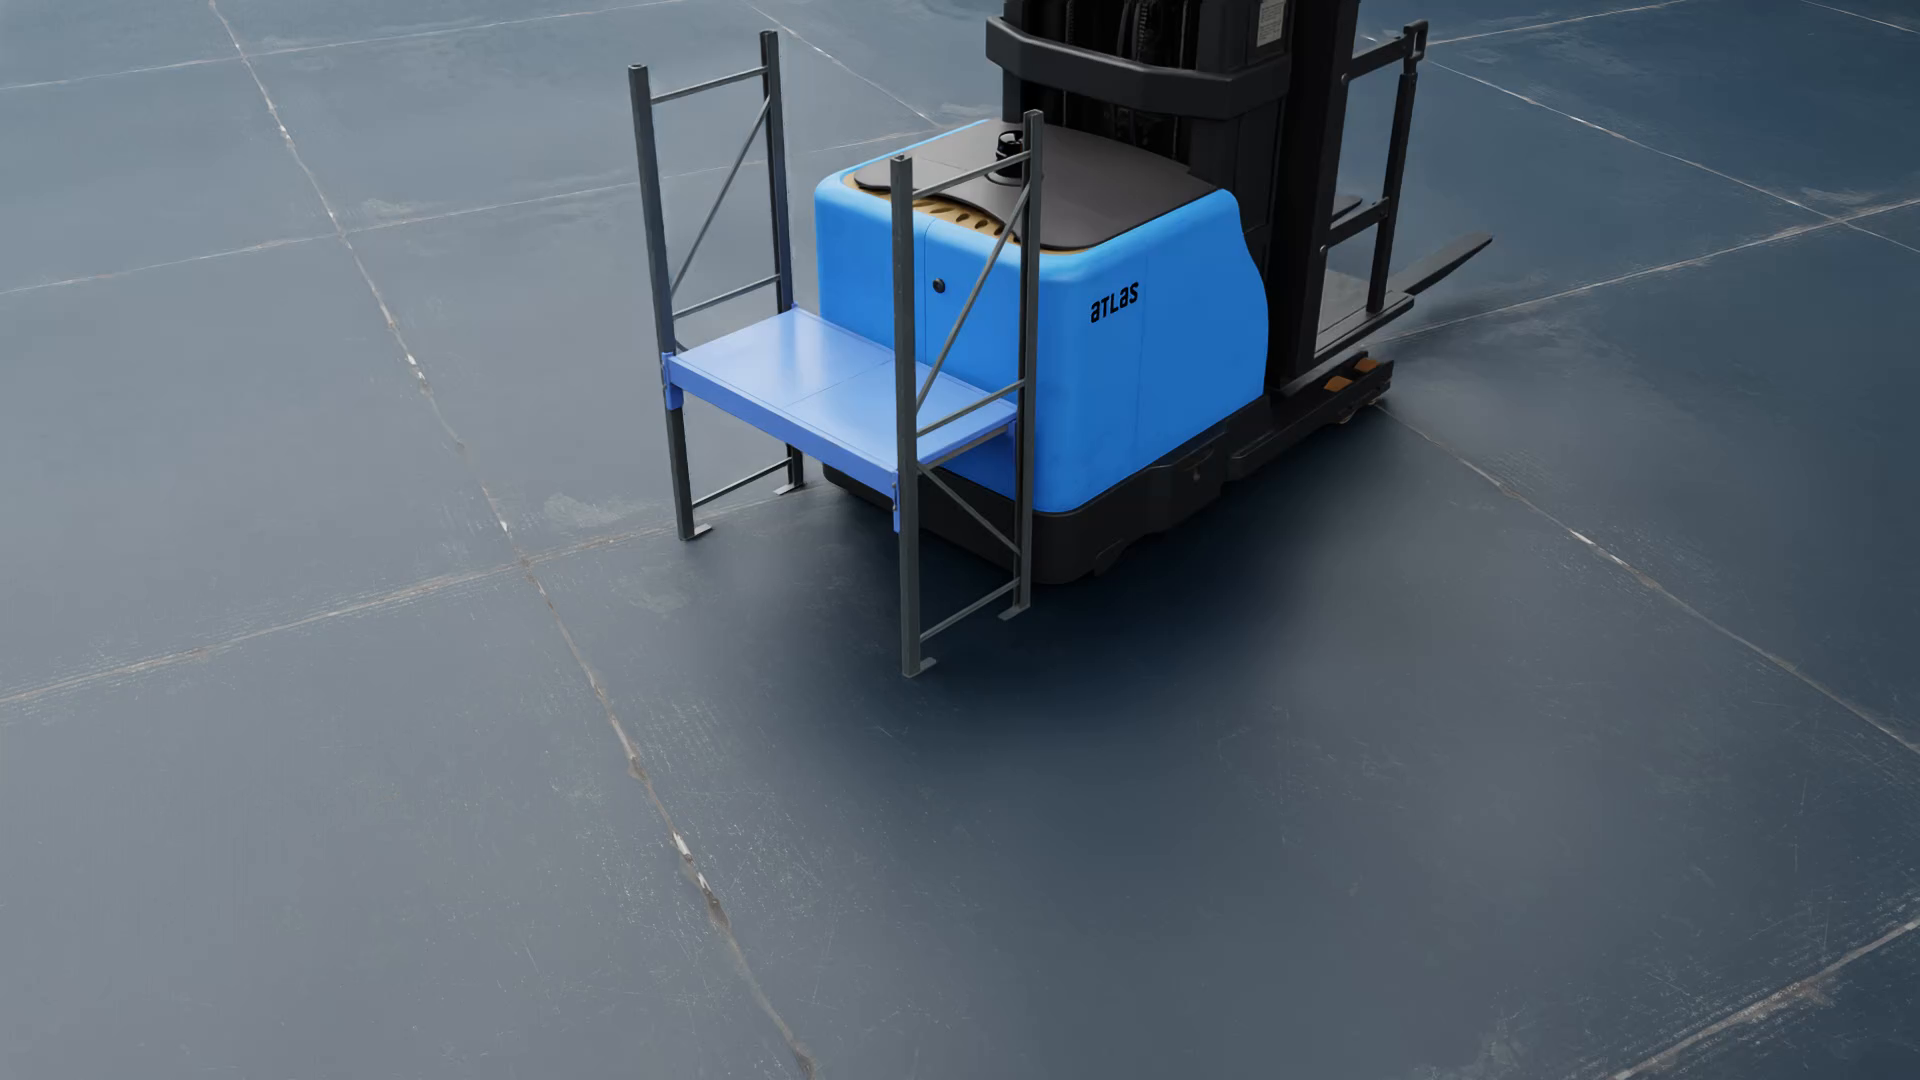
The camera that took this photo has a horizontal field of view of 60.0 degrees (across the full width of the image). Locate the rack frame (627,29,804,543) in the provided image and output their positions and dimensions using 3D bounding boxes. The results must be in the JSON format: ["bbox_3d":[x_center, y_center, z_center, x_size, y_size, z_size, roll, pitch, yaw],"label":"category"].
[{"bbox_3d":[-0.704,-0.726,4.992,0.032,1.500,0.500,28,42,36],"label":"rack frame"}]

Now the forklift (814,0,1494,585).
[{"bbox_3d":[0.913,-1.811,5.360,1.130,2.935,3.031,26,41,35],"label":"forklift"}]

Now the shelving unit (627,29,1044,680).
[{"bbox_3d":[-0.340,-0.534,4.693,1.048,1.500,0.538,28,42,36],"label":"shelving unit"}]

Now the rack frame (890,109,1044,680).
[{"bbox_3d":[0.023,-0.342,4.394,0.032,1.500,0.500,28,42,36],"label":"rack frame"}]

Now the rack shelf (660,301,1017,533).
[{"bbox_3d":[-0.340,-0.383,4.790,1.000,0.185,0.538,28,42,36],"label":"rack shelf"}]
